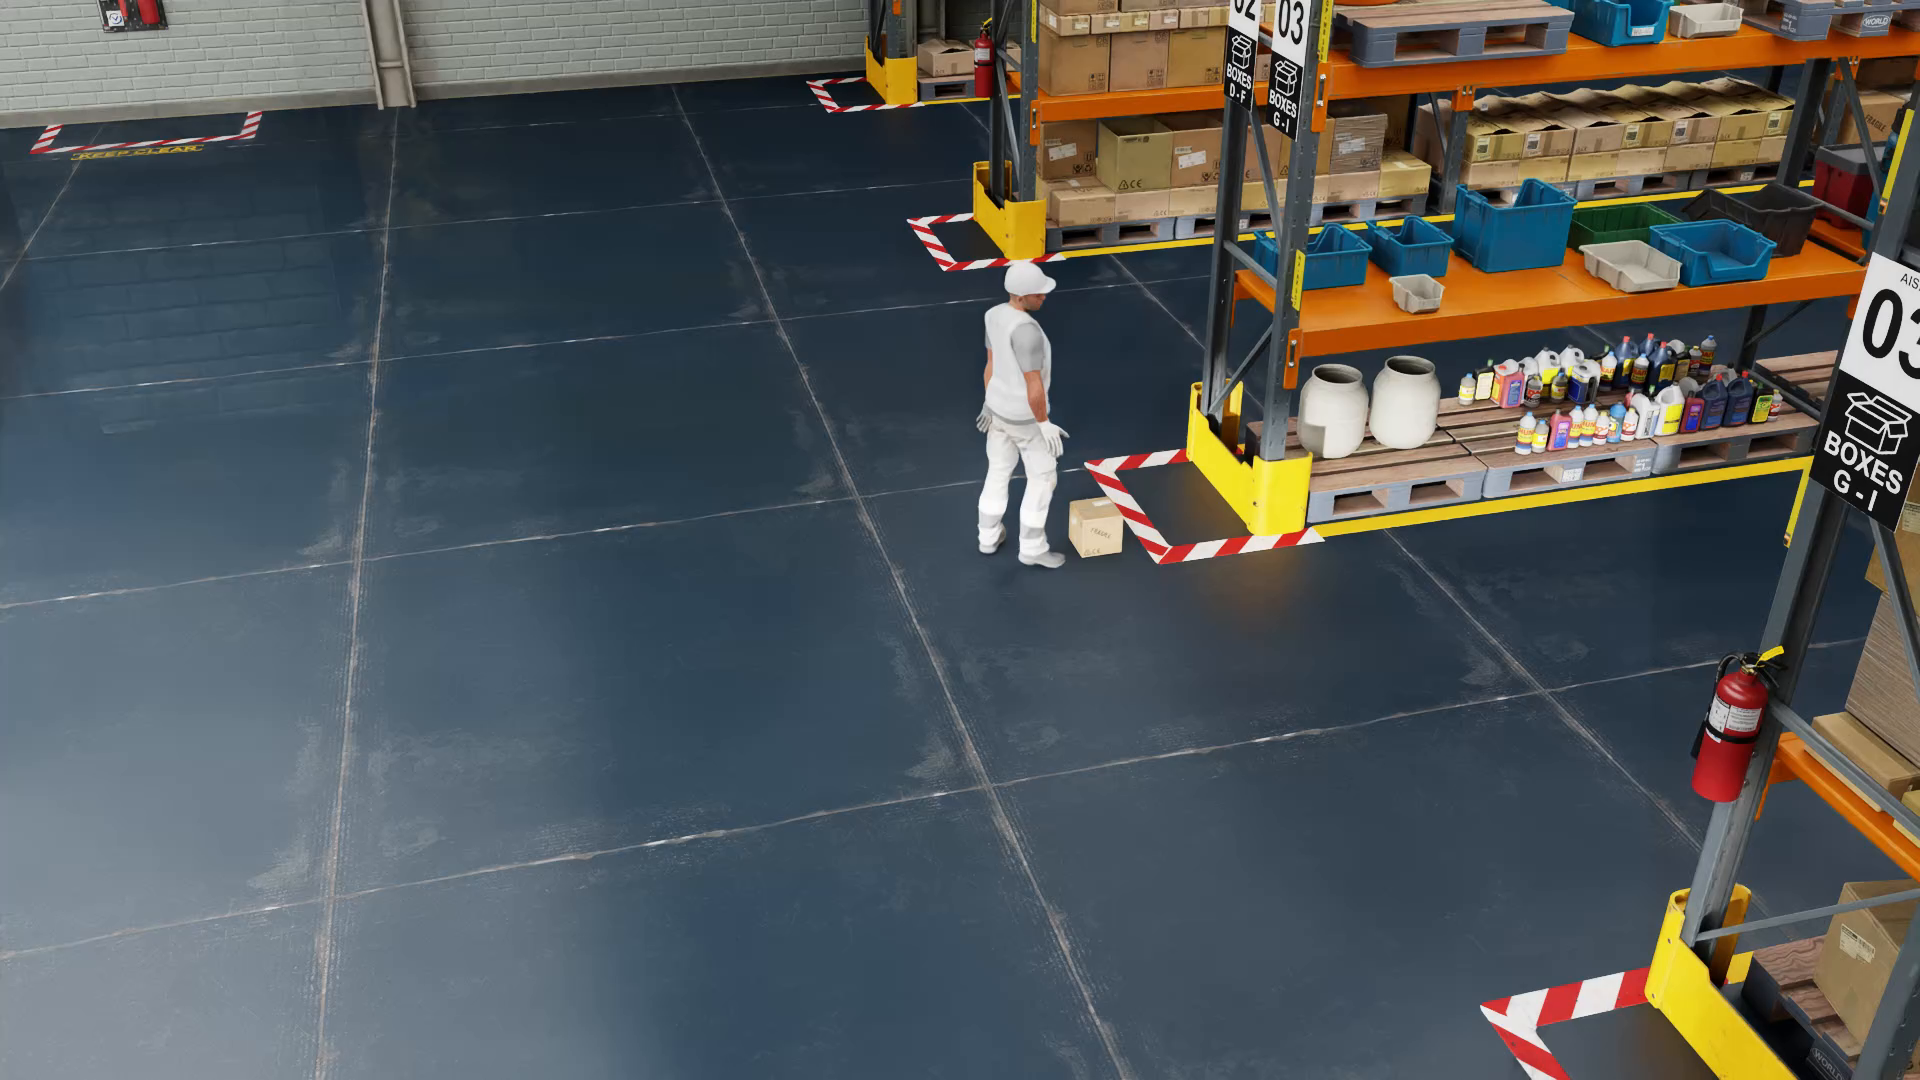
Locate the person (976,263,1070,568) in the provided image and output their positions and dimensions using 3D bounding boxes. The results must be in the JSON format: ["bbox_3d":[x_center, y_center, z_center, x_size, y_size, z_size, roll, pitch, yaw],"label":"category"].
[{"bbox_3d":[0.366,-0.675,9.357,0.427,1.815,0.703,-15,33,-24],"label":"person"}]
